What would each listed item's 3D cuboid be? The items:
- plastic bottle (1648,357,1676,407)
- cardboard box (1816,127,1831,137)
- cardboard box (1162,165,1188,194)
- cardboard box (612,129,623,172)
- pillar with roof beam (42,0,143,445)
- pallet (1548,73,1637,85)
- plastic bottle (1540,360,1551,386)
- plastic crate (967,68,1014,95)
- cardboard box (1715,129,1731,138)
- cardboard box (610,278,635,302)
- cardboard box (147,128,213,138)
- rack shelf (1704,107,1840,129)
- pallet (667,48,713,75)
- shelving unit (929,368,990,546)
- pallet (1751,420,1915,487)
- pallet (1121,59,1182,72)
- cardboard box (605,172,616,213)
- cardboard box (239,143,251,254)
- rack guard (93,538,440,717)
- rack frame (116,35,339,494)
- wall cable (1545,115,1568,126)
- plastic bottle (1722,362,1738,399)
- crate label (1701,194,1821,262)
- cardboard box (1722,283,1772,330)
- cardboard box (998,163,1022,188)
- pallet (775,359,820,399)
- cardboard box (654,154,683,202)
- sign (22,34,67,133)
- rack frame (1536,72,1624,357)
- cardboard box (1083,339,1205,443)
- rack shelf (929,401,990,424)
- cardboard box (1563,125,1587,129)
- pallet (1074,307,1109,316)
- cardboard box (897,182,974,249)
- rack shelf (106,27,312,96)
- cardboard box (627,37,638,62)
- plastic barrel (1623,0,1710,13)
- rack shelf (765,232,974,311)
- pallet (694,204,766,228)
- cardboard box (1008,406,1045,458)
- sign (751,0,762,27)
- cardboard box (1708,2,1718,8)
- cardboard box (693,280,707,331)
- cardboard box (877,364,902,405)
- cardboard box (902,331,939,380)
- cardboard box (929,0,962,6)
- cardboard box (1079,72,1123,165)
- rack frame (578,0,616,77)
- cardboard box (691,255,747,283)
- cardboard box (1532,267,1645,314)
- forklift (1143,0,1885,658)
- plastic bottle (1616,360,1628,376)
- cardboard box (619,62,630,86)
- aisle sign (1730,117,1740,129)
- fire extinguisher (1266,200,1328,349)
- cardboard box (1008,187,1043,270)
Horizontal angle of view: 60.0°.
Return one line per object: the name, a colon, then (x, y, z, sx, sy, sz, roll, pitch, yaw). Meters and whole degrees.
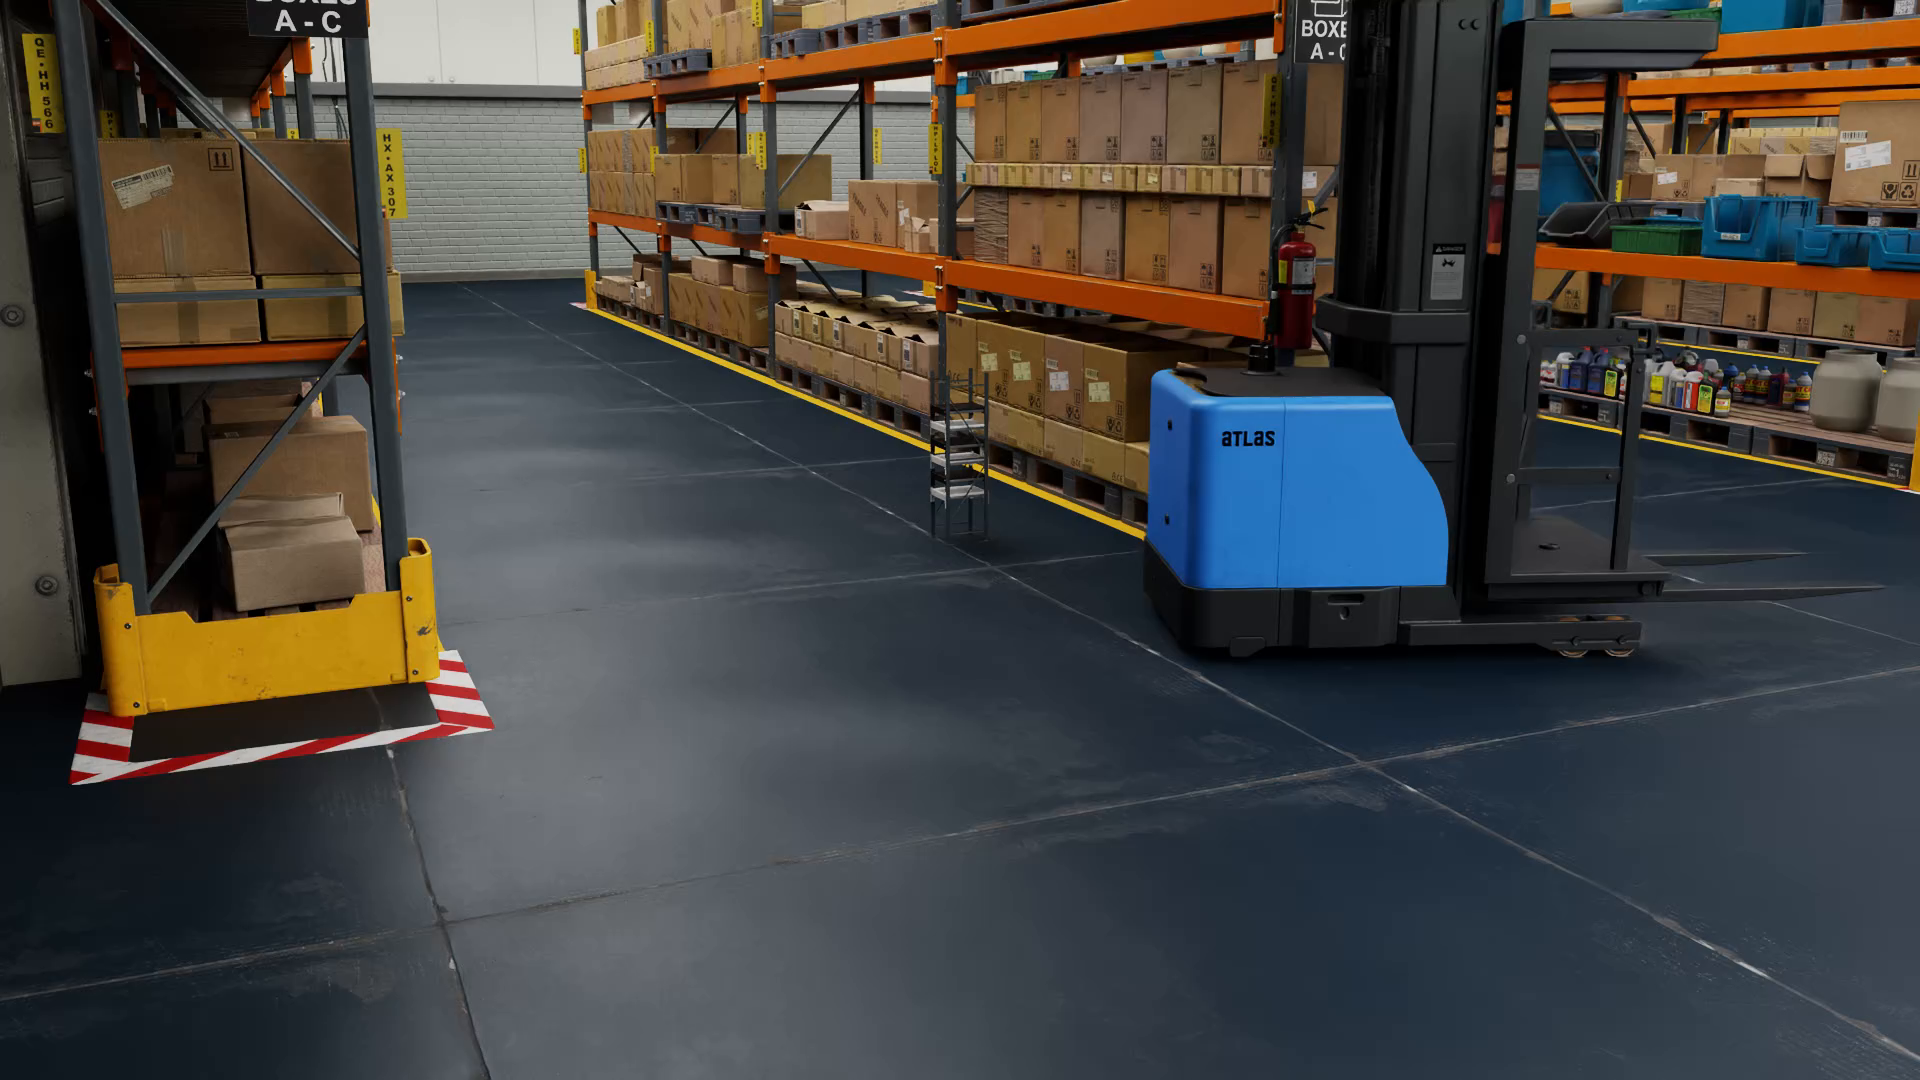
plastic bottle: (5.135, -1.158, 12.122, 0.144, 0.351, 0.185, -5, 14, -21)
cardboard box: (14.416, -6.756, 27.530, 0.380, 0.149, 0.250, -6, 14, -24)
cardboard box: (1.299, -1.916, 8.838, 0.380, 0.149, 0.250, -5, 14, -22)
cardboard box: (-3.923, -4.741, 20.263, 0.500, 0.500, 0.500, -6, 14, -23)
pillar with roof beam: (-2.135, -5.501, 12.679, 9.100, 9.000, 0.400, -6, 14, -23)
pallet: (7.501, -5.375, 19.210, 1.213, 0.211, 1.003, -5, 14, -20)
plastic bottle: (4.638, -1.329, 13.189, 0.097, 0.201, 0.097, 0, 13, 0)
plastic crate: (0.425, -6.174, 22.379, 0.504, 0.338, 0.767, -6, 14, -23)
cardboard box: (13.572, -7.179, 29.359, 0.380, 0.149, 0.250, -5, 14, -22)
cardboard box: (-4.117, -3.167, 21.023, 0.500, 0.250, 0.500, -6, 14, -23)
cardboard box: (-6.227, -3.175, 13.345, 0.500, 0.250, 0.500, -5, 14, -21)
rack shelf: (14.484, -7.123, 27.939, 1.077, 0.370, 4.000, -6, 14, -23)
pallet: (-2.258, -4.825, 16.829, 1.213, 0.211, 1.003, -6, 14, -23)
shelving unit: (-0.003, -0.440, 8.776, 0.258, 0.900, 0.210, -6, 14, -23)
pallet: (6.080, -0.599, 10.990, 1.003, 0.211, 1.213, -6, 14, -23)
pallet: (2.528, -5.239, 18.621, 1.003, 0.211, 1.213, -6, 14, -23)
cardboard box: (-4.129, -4.360, 20.833, 0.500, 0.500, 0.500, -6, 14, -23)
cardboard box: (-2.909, -1.521, 7.414, 0.500, 0.500, 0.500, -6, 14, -25)
rack guard: (-2.634, 0.319, 6.382, 1.175, 0.500, 0.348, -6, 14, -23)
rack frame: (-4.206, -1.709, 9.603, 1.000, 3.000, 0.127, -6, 14, -23)
wall cable: (12.698, -8.214, 35.455, 0.588, 1.984, 0.122, -6, 14, -23)
plastic bottle: (5.775, -1.199, 12.473, 0.097, 0.271, 0.097, 0, 13, 0)
crate label: (5.489, -2.151, 11.432, 0.502, 0.435, 0.616, -6, 14, -23)
cardboard box: (8.562, -2.508, 17.621, 0.700, 0.500, 0.500, -4, 14, -18)
cardboard box: (0.467, -2.344, 10.686, 0.380, 0.149, 0.250, -6, 14, -24)
pallet: (-0.977, -1.452, 14.674, 1.003, 0.211, 1.213, -6, 14, -23)
cardboard box: (-2.888, -3.946, 18.112, 0.700, 0.500, 0.500, -12, 18, -42)
sign: (-3.120, -1.555, 5.667, 0.100, 0.325, 0.005, -6, 14, -23)
rack frame: (4.872, -2.604, 13.469, 1.000, 3.000, 0.127, -6, 14, -23)
cardboard box: (1.032, -0.851, 9.396, 0.500, 0.500, 0.500, -6, 14, -23)
rack shelf: (-0.003, -0.671, 8.722, 0.258, 0.077, 0.200, -6, 14, -23)
cardboard box: (9.728, -6.204, 25.923, 0.500, 0.500, 0.500, -6, 14, -25)
pallet: (1.938, -2.735, 20.220, 1.003, 0.211, 1.213, -6, 14, -23)
cardboard box: (-0.172, -2.475, 12.690, 0.500, 0.500, 0.500, -5, 14, -19)
rack shelf: (-5.007, -3.233, 11.131, 1.077, 0.370, 4.000, -6, 14, -23)
cardboard box: (-3.514, -5.622, 19.079, 0.500, 0.250, 0.500, -6, 14, -23)
plastic barrel: (5.172, -4.299, 12.097, 0.600, 0.901, 0.708, -6, 14, -23)
rack shelf: (-0.470, -2.220, 13.406, 1.077, 0.370, 4.000, -6, 14, -23)
pallet: (-2.054, -3.292, 16.866, 1.003, 0.211, 1.213, -6, 14, -23)
cardboard box: (0.631, -0.692, 10.373, 0.500, 0.250, 0.500, -6, 14, -23)
sign: (-1.769, -4.649, 14.504, 0.100, 0.325, 0.005, -6, 14, -23)
cardboard box: (7.960, -5.406, 17.593, 0.500, 0.500, 0.500, -6, 14, -23)
cardboard box: (-2.485, -2.472, 17.465, 0.500, 0.500, 0.500, -5, 14, -22)
cardboard box: (-0.301, -1.187, 12.511, 0.500, 0.250, 0.500, -6, 14, -24)
cardboard box: (-0.093, -1.353, 11.988, 0.500, 0.311, 0.500, -6, 14, -23)
cardboard box: (0.093, -3.879, 11.724, 0.500, 0.250, 0.500, -4, 14, -17)
cardboard box: (1.118, -2.436, 9.644, 0.700, 0.500, 0.500, -6, 14, -23)
rack frame: (-4.475, -7.559, 21.575, 1.000, 3.000, 0.127, -6, 14, -23)
cardboard box: (-2.502, -2.844, 17.409, 0.500, 0.250, 0.500, -6, 14, -23)
cardboard box: (7.550, -3.192, 19.789, 1.225, 0.875, 0.875, -6, 14, -26)
forklift: (2.376, -1.064, 6.967, 3.031, 2.935, 1.130, -1, 13, -4)
plastic bottle: (4.984, -1.219, 12.559, 0.097, 0.271, 0.097, 0, 13, 0)
cardboard box: (-3.710, -5.482, 19.583, 0.500, 0.250, 0.500, -6, 14, -23)
aisle sign: (13.938, -7.735, 29.874, 0.394, 0.787, 0.004, -6, 14, -23)
fire extinguisher: (1.556, -1.227, 7.691, 0.296, 0.674, 0.183, -6, 14, -23)
cardboard box: (0.732, -2.007, 10.666, 0.700, 0.500, 0.500, -6, 14, -24)
